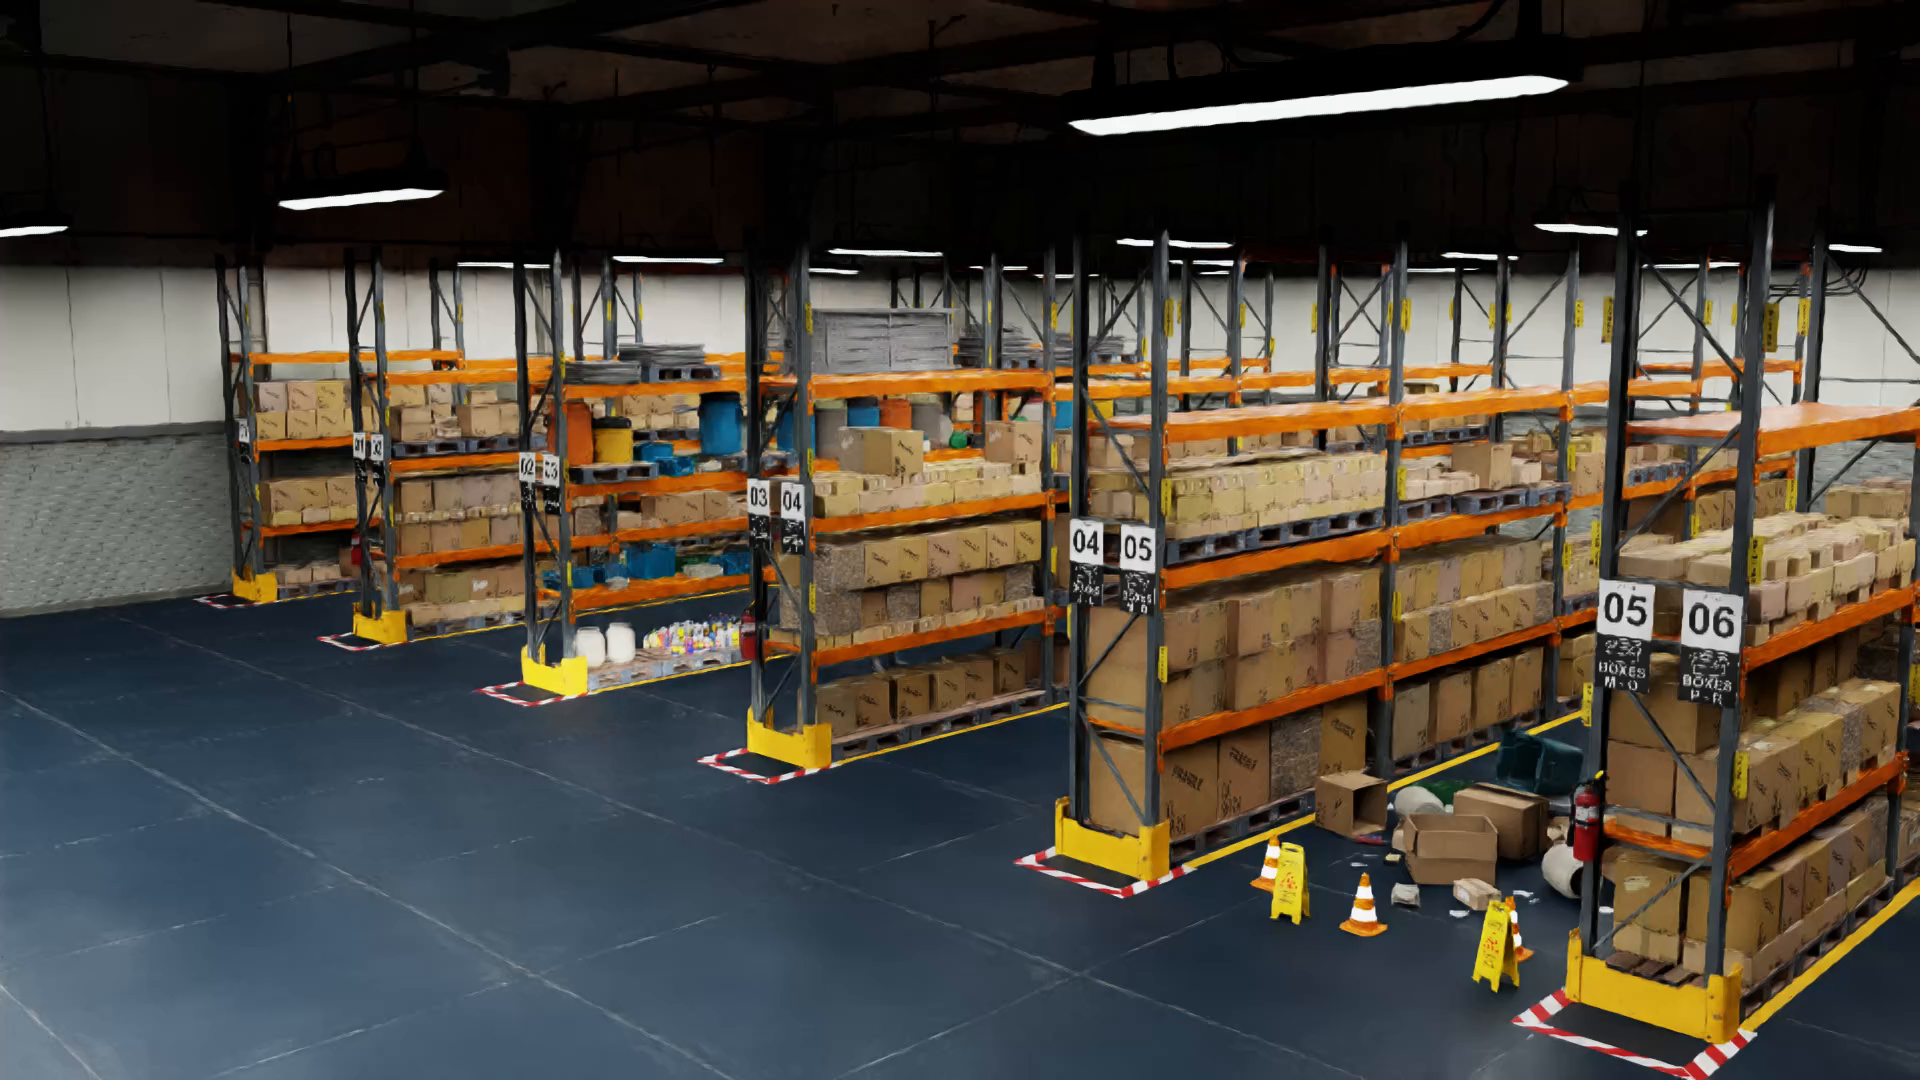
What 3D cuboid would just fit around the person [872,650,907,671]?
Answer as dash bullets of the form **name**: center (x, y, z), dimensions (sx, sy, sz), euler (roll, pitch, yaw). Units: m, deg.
- **person**: center (-1.011, 1.001, 23.504), dimensions (0.438, 1.684, 0.553), euler (2, 8, 16)
